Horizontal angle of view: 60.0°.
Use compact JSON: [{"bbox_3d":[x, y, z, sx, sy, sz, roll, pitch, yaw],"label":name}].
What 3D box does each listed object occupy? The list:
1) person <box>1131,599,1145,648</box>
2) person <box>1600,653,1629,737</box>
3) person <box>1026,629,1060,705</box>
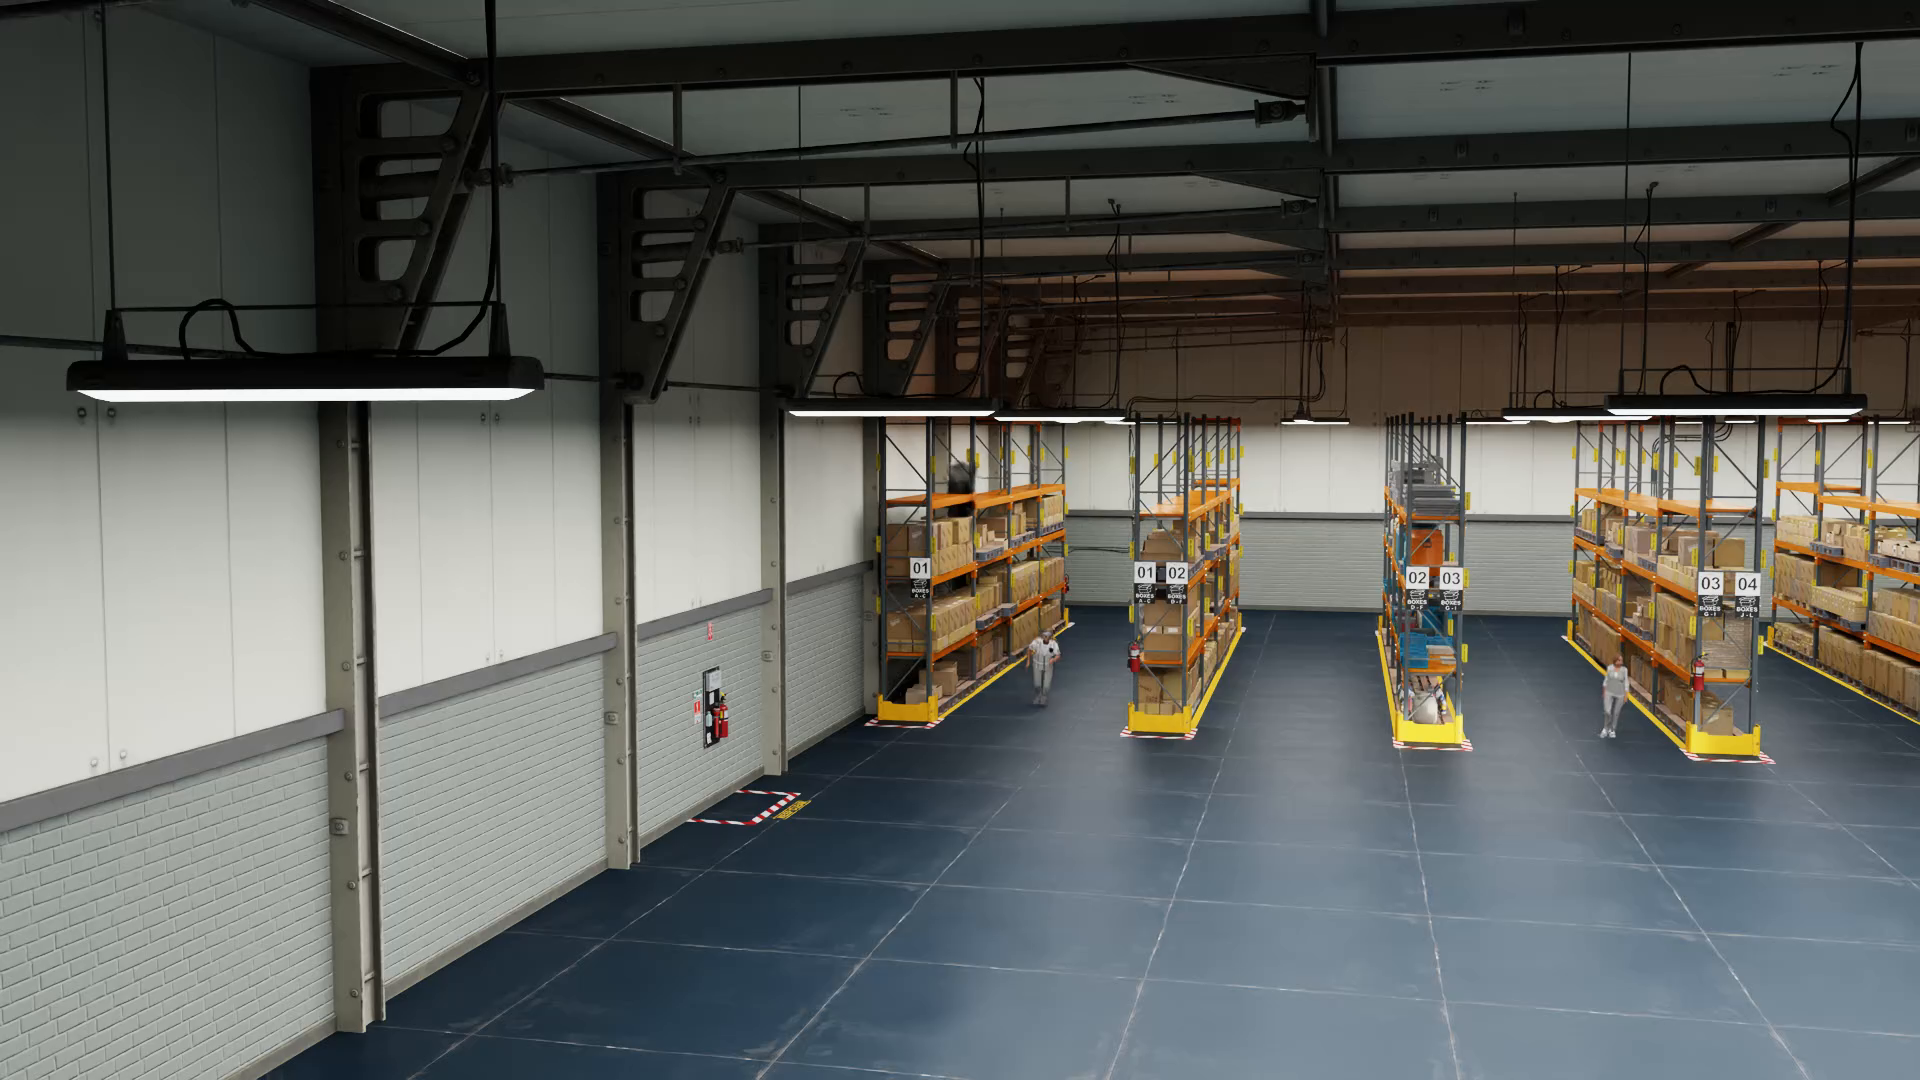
[{"bbox_3d":[4.747,2.014,43.044,0.598,1.610,0.685,0,4,0],"label":"person"},{"bbox_3d":[12.011,2.853,30.506,0.481,1.578,0.522,1,4,19],"label":"person"},{"bbox_3d":[1.717,2.617,34.098,0.669,1.637,0.862,0,4,-6],"label":"person"}]
